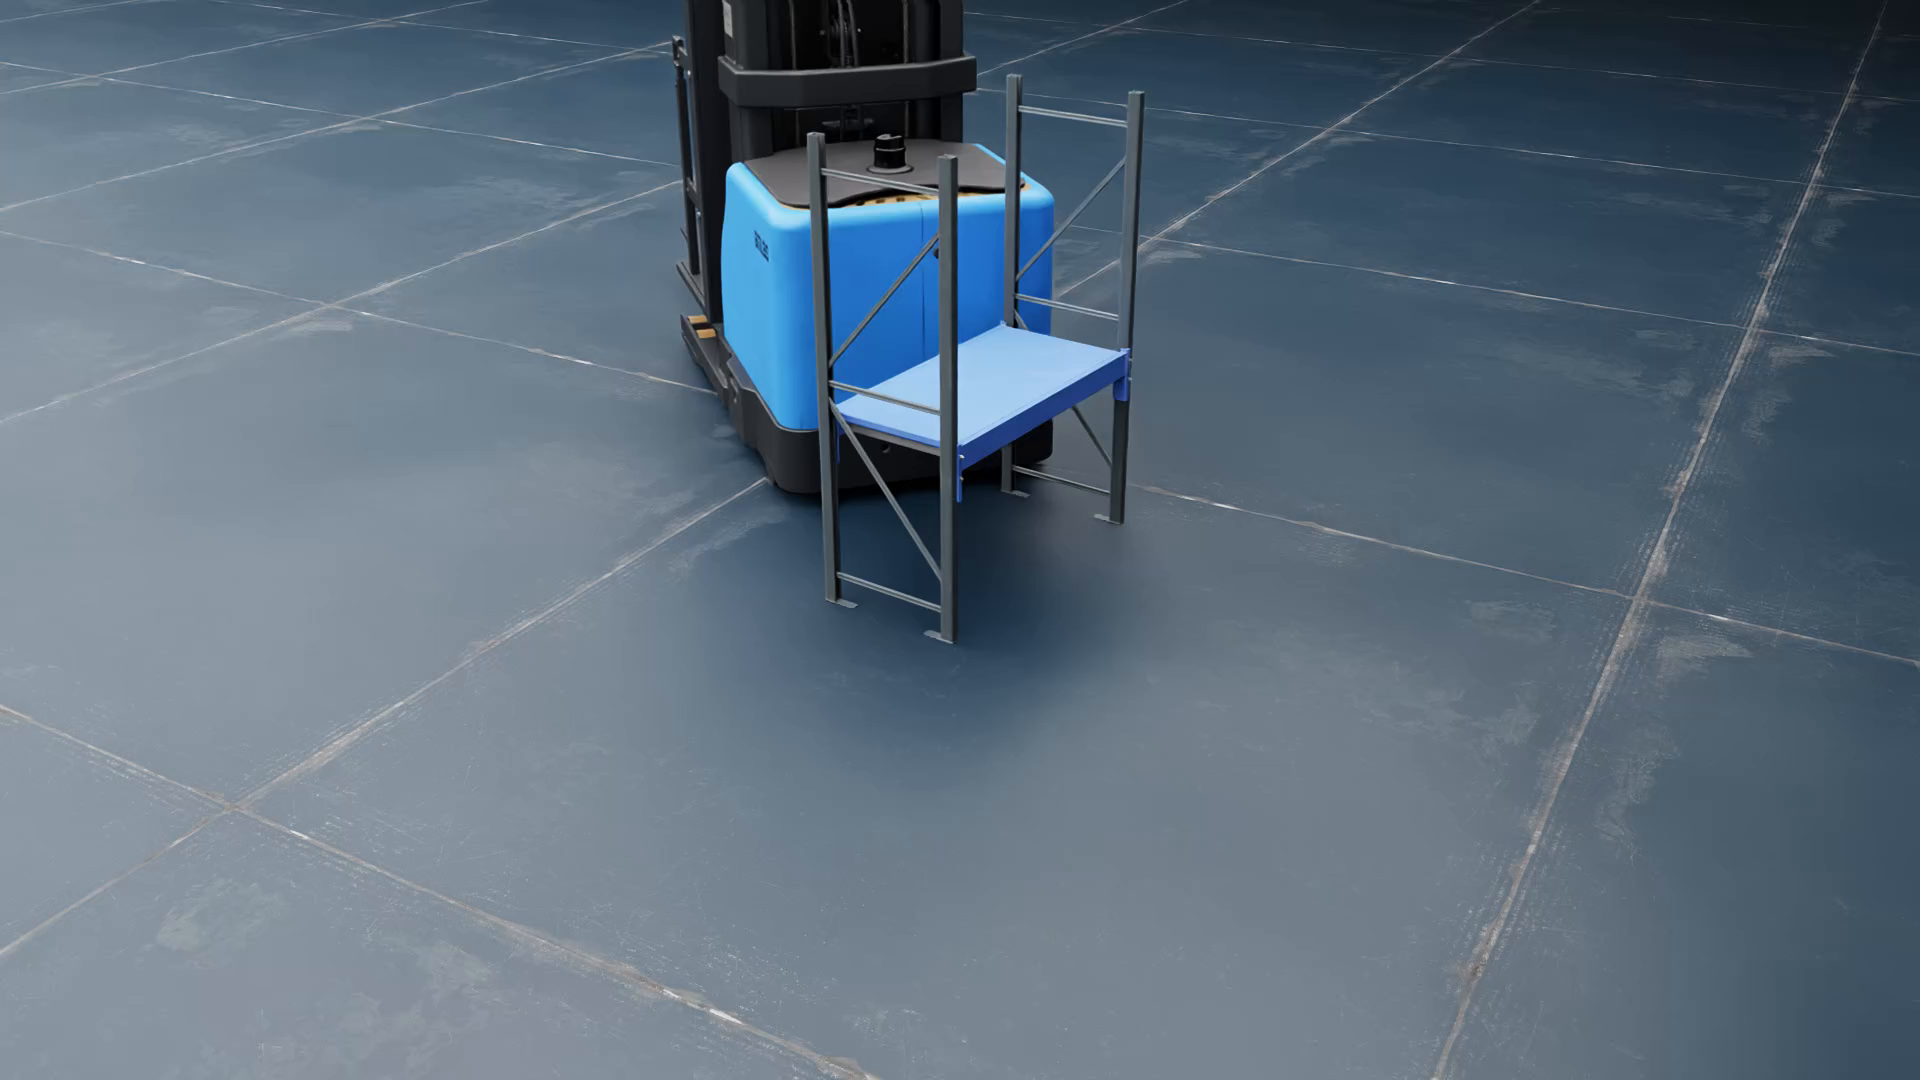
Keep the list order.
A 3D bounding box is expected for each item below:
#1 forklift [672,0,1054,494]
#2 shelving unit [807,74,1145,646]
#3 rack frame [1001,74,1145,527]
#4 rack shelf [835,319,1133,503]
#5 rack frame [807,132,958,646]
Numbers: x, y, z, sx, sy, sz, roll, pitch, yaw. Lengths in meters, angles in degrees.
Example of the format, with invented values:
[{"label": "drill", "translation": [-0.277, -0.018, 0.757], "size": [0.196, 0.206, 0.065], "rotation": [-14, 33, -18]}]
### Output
[{"label": "forklift", "translation": [-0.607, -2.115, 6.701], "size": [1.130, 2.935, 3.031], "rotation": [-9, 28, -17]}, {"label": "shelving unit", "translation": [0.073, -0.601, 5.275], "size": [0.538, 1.500, 1.048], "rotation": [17, 31, 31]}, {"label": "rack frame", "translation": [0.365, -0.787, 5.647], "size": [0.500, 1.500, 0.032], "rotation": [17, 31, 31]}, {"label": "rack shelf", "translation": [0.073, -0.440, 5.356], "size": [0.538, 0.185, 1.000], "rotation": [17, 31, 31]}, {"label": "rack frame", "translation": [-0.219, -0.415, 4.903], "size": [0.500, 1.500, 0.032], "rotation": [17, 31, 31]}]
